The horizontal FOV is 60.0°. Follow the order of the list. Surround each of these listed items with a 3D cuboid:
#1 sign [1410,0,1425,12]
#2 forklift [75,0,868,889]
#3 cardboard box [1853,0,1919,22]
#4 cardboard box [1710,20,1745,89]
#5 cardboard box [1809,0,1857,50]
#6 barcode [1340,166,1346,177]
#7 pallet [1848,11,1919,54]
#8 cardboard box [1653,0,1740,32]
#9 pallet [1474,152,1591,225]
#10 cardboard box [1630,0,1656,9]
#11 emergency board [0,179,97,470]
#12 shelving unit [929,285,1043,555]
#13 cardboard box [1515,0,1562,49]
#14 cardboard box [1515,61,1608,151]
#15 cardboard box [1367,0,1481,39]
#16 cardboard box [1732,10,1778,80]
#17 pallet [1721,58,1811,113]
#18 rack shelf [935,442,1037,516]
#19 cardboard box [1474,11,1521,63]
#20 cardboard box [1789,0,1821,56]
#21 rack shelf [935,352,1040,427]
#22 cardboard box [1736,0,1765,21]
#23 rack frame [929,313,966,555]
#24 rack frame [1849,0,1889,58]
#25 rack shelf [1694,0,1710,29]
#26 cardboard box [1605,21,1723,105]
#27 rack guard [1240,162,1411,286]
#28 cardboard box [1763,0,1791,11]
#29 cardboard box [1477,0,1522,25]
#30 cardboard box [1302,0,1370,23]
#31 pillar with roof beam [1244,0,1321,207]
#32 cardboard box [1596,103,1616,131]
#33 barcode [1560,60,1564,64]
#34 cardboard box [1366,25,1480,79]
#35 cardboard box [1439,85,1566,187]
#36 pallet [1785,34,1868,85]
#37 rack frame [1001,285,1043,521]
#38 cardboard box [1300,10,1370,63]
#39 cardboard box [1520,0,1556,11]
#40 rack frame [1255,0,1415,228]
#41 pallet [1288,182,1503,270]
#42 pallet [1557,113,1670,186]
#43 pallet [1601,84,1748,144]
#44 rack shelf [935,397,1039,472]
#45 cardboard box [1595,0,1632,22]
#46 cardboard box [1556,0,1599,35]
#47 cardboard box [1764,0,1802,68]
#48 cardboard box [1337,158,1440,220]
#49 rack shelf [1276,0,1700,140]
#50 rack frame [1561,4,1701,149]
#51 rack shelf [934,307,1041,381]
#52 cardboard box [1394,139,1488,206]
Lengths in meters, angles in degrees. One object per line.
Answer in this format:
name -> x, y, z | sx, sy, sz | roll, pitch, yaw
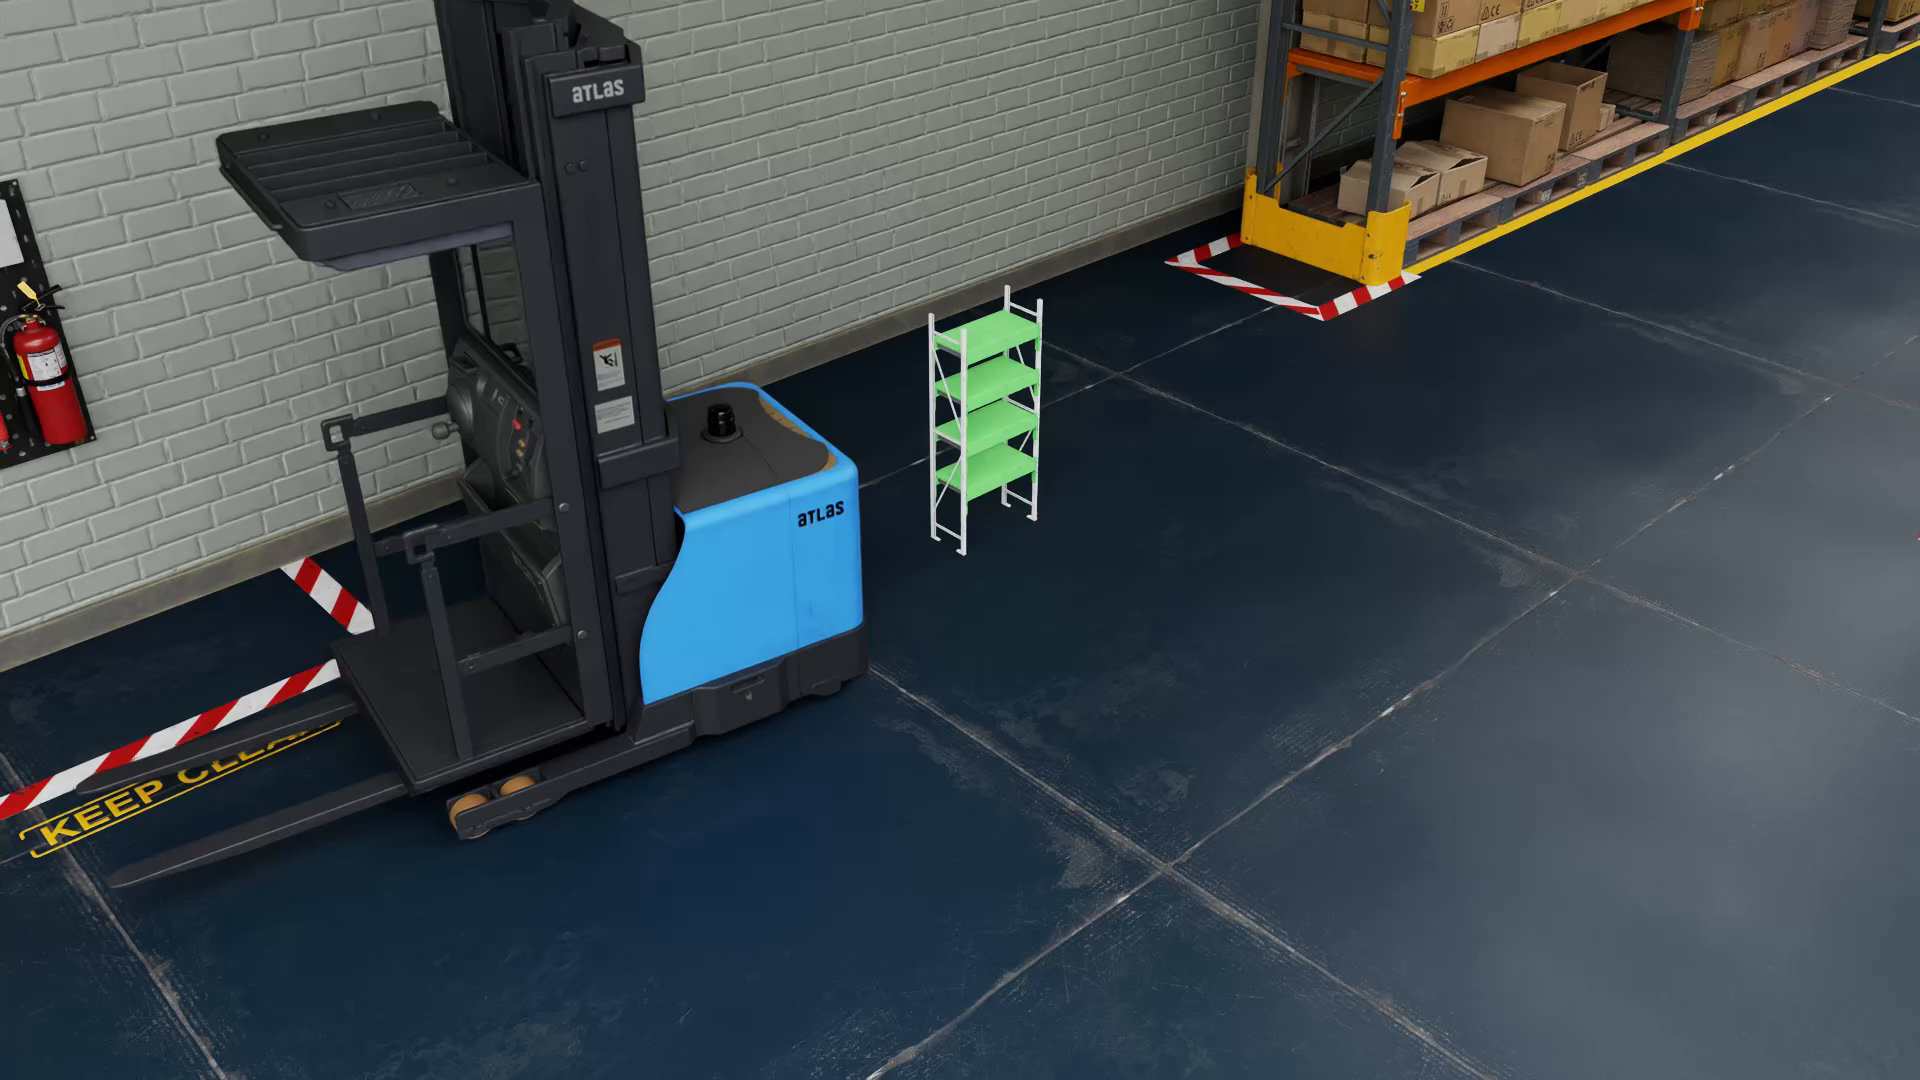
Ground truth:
sign -> 2.778, -3.364, 10.046 | 0.005, 0.325, 0.100 | -26, 40, -35
forklift -> -1.908, -0.422, 6.130 | 3.031, 2.935, 1.130 | -19, 36, -28
cardboard box -> 8.904, -5.513, 16.048 | 0.750, 0.750, 0.750 | -26, 40, -36
cardboard box -> 6.216, -4.212, 14.238 | 0.500, 0.500, 0.700 | -27, 40, -36
cardboard box -> 7.783, -4.886, 15.339 | 0.500, 0.500, 0.700 | -25, 39, -35
barcode -> 2.719, -2.617, 11.802 | 0.075, 0.075, 0.001 | -26, 40, -35
pallet -> 8.905, -5.101, 16.390 | 1.213, 0.211, 1.003 | -26, 40, -35
cardboard box -> 6.192, -4.487, 13.968 | 0.500, 0.250, 0.500 | -27, 40, -36
pallet -> 3.979, -2.745, 12.536 | 1.213, 0.211, 1.003 | -26, 40, -35
cardboard box -> 4.830, -4.108, 12.217 | 0.500, 0.250, 0.500 | -26, 40, -35
emergency board -> -3.903, -0.791, 6.669 | 0.643, 1.169, 0.194 | -26, 40, -35
shelving unit -> 0.121, -0.571, 8.033 | 0.503, 1.200, 0.258 | -26, 40, -35
cardboard box -> 3.732, -3.566, 11.332 | 0.500, 0.250, 0.500 | -27, 40, -36
cardboard box -> 4.609, -3.359, 12.842 | 0.500, 0.500, 0.500 | 26, 40, 35
cardboard box -> 2.964, -3.521, 10.539 | 0.500, 0.500, 0.500 | -26, 40, -35
cardboard box -> 6.617, -4.378, 14.508 | 0.500, 0.500, 0.700 | -25, 40, -35
pallet -> 6.807, -4.143, 14.823 | 1.213, 0.211, 1.003 | -26, 40, -35
rack shelf -> 0.121, -0.311, 8.192 | 0.480, 0.148, 0.258 | -26, 40, -35
cardboard box -> 3.354, -3.388, 11.040 | 0.500, 0.250, 0.500 | -27, 41, -37
cardboard box -> 7.326, -4.748, 15.113 | 0.500, 0.500, 0.700 | -26, 40, -36
rack shelf -> 0.121, -0.721, 7.941 | 0.480, 0.148, 0.258 | -26, 40, -35
cardboard box -> 6.570, -4.673, 14.273 | 0.500, 0.250, 0.500 | -27, 41, -37
rack frame -> -0.058, -0.484, 7.891 | 0.015, 1.200, 0.240 | -26, 40, -35
rack frame -> 8.276, -6.040, 15.252 | 0.127, 3.000, 1.000 | -26, 40, -35
rack shelf -> 6.809, -5.024, 14.280 | 4.000, 0.370, 1.077 | -26, 40, -35
cardboard box -> 5.871, -4.010, 13.906 | 0.500, 0.500, 0.700 | -24, 39, -34
rack guard -> 2.465, -2.163, 11.308 | 0.348, 0.500, 1.175 | -26, 40, -35
cardboard box -> 6.949, -4.843, 14.551 | 0.500, 0.250, 0.500 | -26, 40, -36
cardboard box -> 3.333, -3.693, 10.819 | 0.500, 0.500, 0.500 | -26, 40, -35
cardboard box -> 2.610, -3.715, 10.856 | 0.500, 0.500, 0.500 | -26, 40, -36
pillar with roof beam -> 5.262, -4.694, 7.300 | 0.400, 9.000, 9.100 | -26, 40, -35
cardboard box -> 4.971, -3.399, 13.227 | 0.380, 0.166, 0.250 | 23, 38, 33
barcode -> 4.783, -3.779, 13.223 | 0.075, 0.075, 0.001 | -26, 40, -35
cardboard box -> 2.983, -3.198, 10.730 | 0.500, 0.250, 0.500 | -27, 41, -37
cardboard box -> 3.968, -2.978, 12.219 | 0.700, 0.500, 0.500 | 26, 40, 36
pallet -> 7.702, -4.574, 15.527 | 1.213, 0.211, 1.003 | -26, 40, -35
rack frame -> 0.300, -0.657, 8.175 | 0.015, 1.200, 0.240 | -26, 40, -35
cardboard box -> 2.620, -3.387, 11.038 | 0.500, 0.250, 0.500 | -25, 39, -35
cardboard box -> 3.716, -3.873, 11.115 | 0.500, 0.500, 0.500 | -27, 41, -37
rack frame -> 2.409, -3.202, 10.612 | 0.127, 3.000, 1.000 | -26, 40, -35
pallet -> 3.085, -2.314, 11.832 | 1.213, 0.211, 1.003 | -26, 40, -35
pallet -> 4.874, -3.180, 13.248 | 1.213, 0.211, 1.003 | -26, 40, -35
pallet -> 5.912, -3.708, 14.112 | 1.213, 0.211, 1.003 | -26, 40, -35
rack shelf -> 0.121, -0.516, 8.066 | 0.480, 0.148, 0.258 | -26, 40, -35
cardboard box -> 4.472, -3.924, 11.916 | 0.500, 0.250, 0.500 | -26, 40, -36
cardboard box -> 4.104, -3.745, 11.624 | 0.500, 0.250, 0.500 | -25, 40, -35
cardboard box -> 6.981, -4.560, 14.807 | 0.500, 0.500, 0.700 | -26, 40, -36
cardboard box -> 2.978, -2.454, 11.543 | 0.500, 0.311, 0.500 | 24, 39, 34
rack shelf -> 3.876, -3.605, 11.959 | 4.000, 0.370, 1.077 | -26, 40, -35
rack frame -> 5.342, -4.621, 12.932 | 0.127, 3.000, 1.000 | -26, 40, -35
rack shelf -> 0.121, -0.926, 7.816 | 0.480, 0.148, 0.258 | -26, 40, -35
cardboard box -> 3.396, -2.656, 11.874 | 0.500, 0.311, 0.500 | -22, 38, -32
